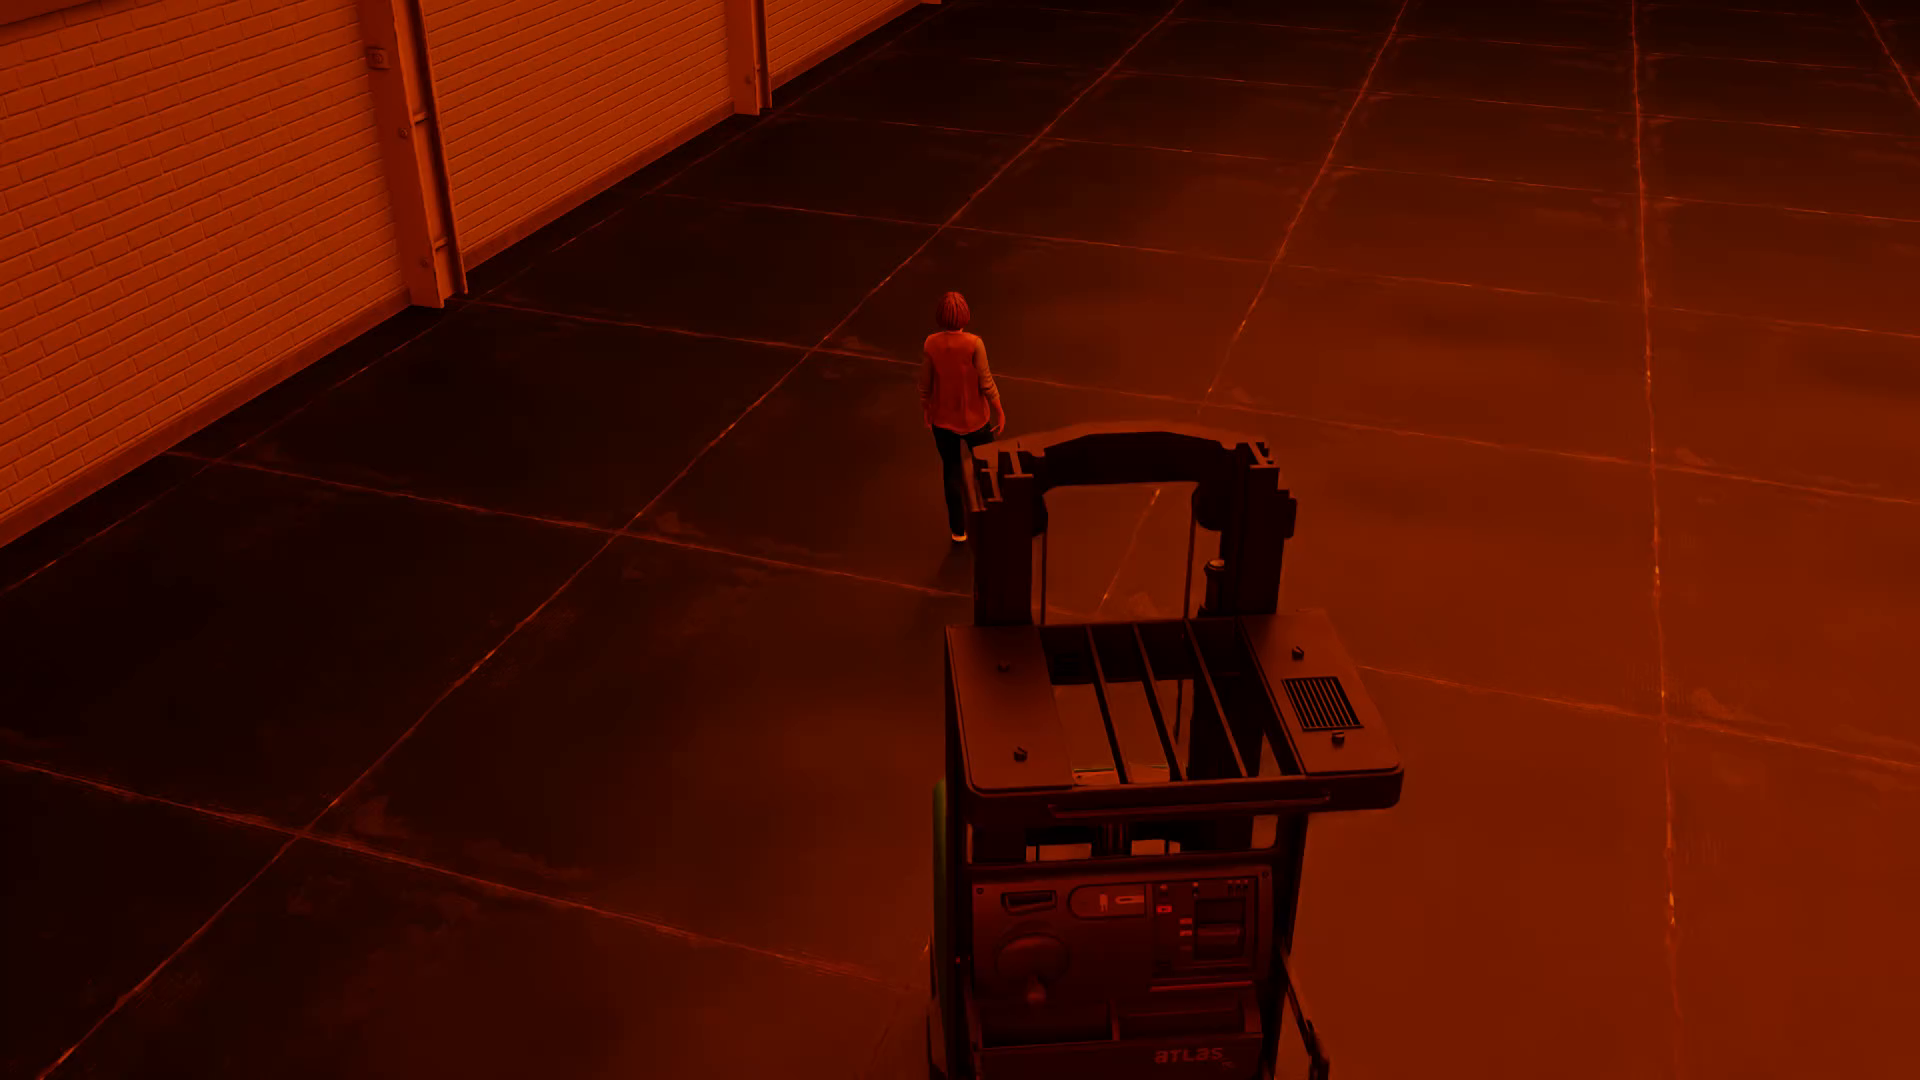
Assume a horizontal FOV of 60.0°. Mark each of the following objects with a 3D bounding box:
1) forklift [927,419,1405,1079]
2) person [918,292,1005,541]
[{"bbox_3d":[0.522,1.256,4.933,1.130,2.935,3.031,-2,30,-4],"label":"forklift"},{"bbox_3d":[0.037,-0.732,9.753,0.520,1.597,0.476,10,31,16],"label":"person"}]
